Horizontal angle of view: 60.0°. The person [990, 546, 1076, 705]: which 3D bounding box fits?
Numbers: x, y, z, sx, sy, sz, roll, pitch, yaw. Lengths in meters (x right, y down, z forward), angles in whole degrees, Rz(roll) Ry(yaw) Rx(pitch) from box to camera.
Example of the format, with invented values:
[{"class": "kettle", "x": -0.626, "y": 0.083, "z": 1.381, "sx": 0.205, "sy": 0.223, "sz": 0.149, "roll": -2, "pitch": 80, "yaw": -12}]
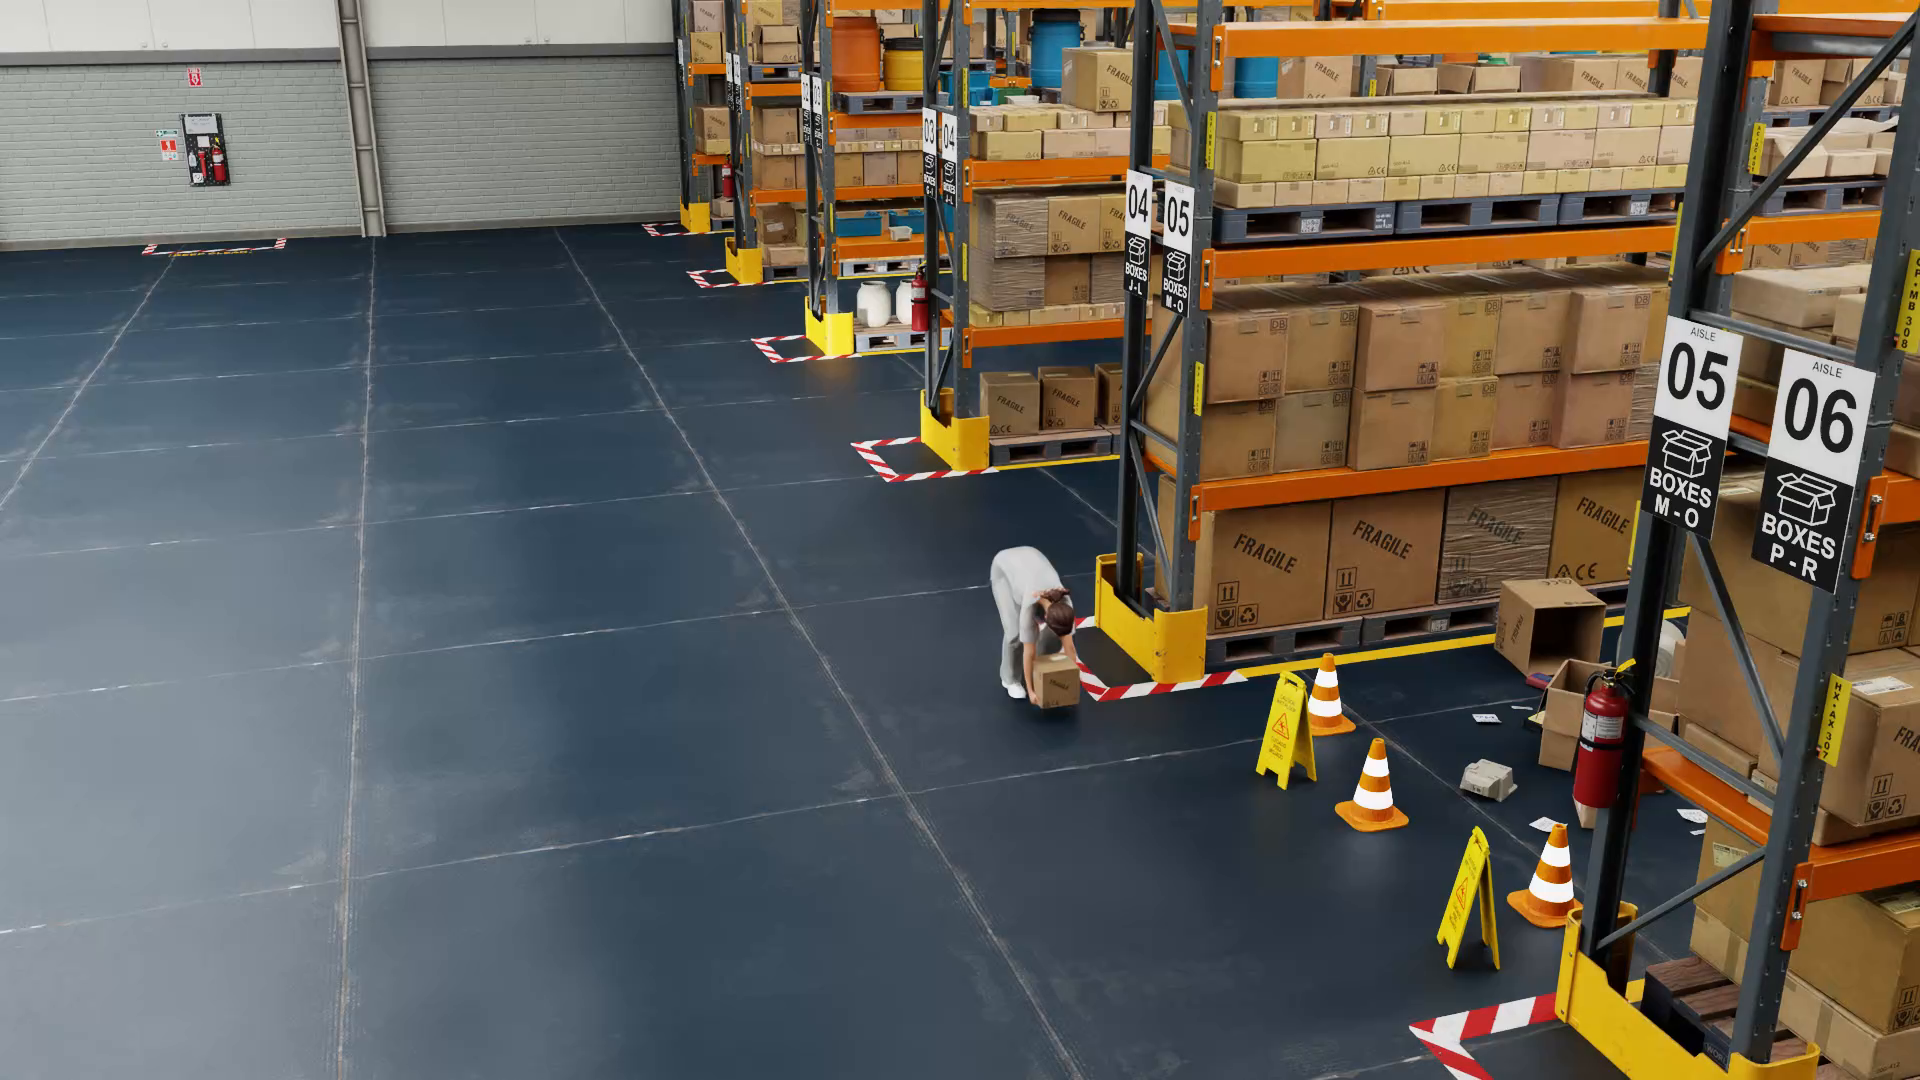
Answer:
[{"class": "person", "x": 0.499, "y": 0.568, "z": 10.572, "sx": 0.458, "sy": 0.930, "sz": 0.852, "roll": -9, "pitch": 21, "yaw": -24}]
